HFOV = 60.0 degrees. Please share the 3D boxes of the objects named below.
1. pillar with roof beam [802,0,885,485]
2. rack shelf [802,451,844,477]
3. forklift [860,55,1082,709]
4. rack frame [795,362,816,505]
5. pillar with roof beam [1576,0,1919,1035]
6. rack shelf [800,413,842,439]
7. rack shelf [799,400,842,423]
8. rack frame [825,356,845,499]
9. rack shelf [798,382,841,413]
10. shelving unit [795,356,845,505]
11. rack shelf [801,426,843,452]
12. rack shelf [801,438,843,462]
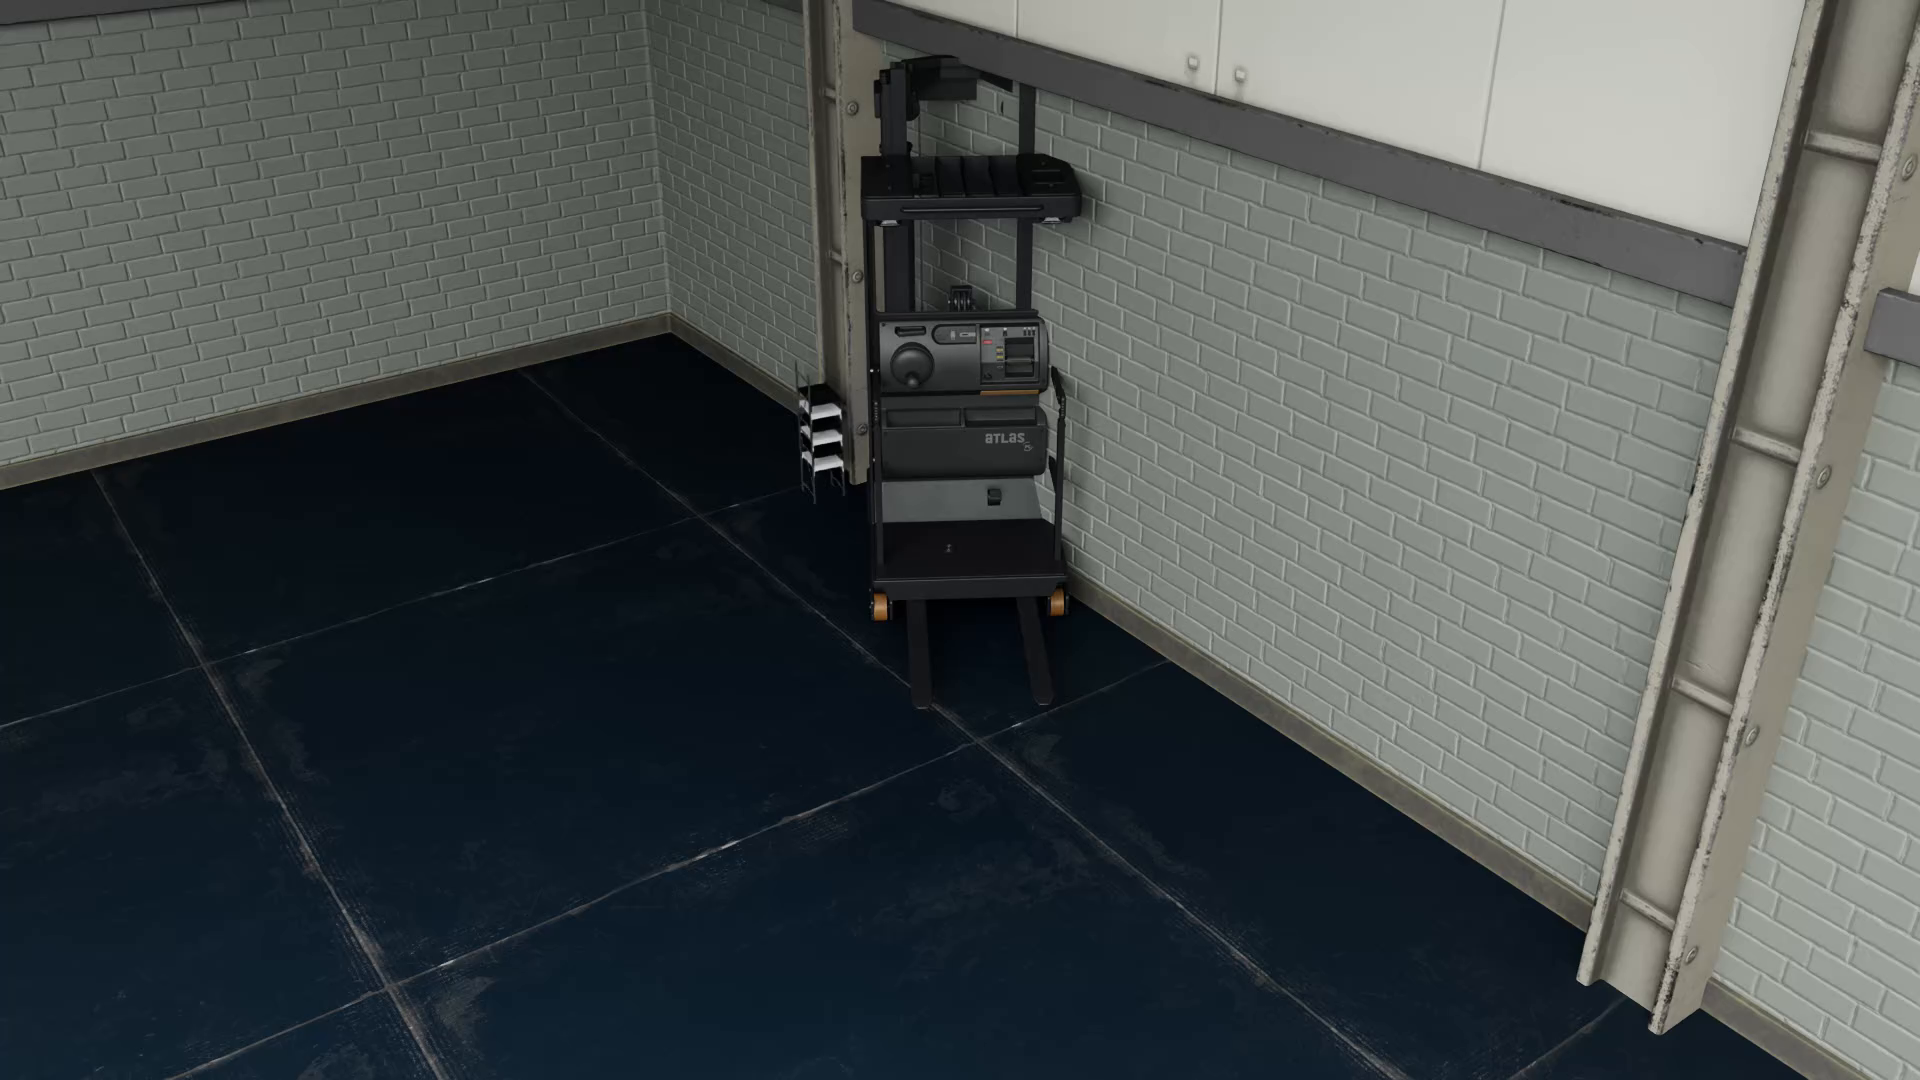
[{"bbox_3d":[-4.195,-3.241,6.789,9.100,9.000,0.400,-19,34,-31],"label":"pillar with roof beam"},{"bbox_3d":[-0.887,-0.505,10.683,0.200,0.077,0.258,-13,31,-22],"label":"rack shelf"},{"bbox_3d":[0.035,-0.988,8.998,1.130,2.935,3.031,-2,29,-3],"label":"forklift"},{"bbox_3d":[-0.980,-0.671,10.543,0.006,0.900,0.240,-13,31,-22],"label":"rack frame"},{"bbox_3d":[-0.714,-0.909,2.494,9.100,9.000,0.400,-19,34,-31],"label":"pillar with roof beam"},{"bbox_3d":[-0.888,-0.742,10.554,0.200,0.077,0.258,-13,31,-22],"label":"rack shelf"},{"bbox_3d":[-0.888,-0.821,10.511,0.200,0.077,0.258,-13,31,-22],"label":"rack shelf"},{"bbox_3d":[-0.795,-0.713,10.619,0.006,0.900,0.240,-13,31,-22],"label":"rack frame"},{"bbox_3d":[-0.888,-0.900,10.468,0.200,0.077,0.258,-13,31,-22],"label":"rack shelf"},{"bbox_3d":[-0.887,-0.692,10.581,0.210,0.900,0.258,-13,31,-22],"label":"shelving unit"},{"bbox_3d":[-0.887,-0.663,10.597,0.200,0.077,0.258,-13,31,-22],"label":"rack shelf"},{"bbox_3d":[-0.887,-0.584,10.640,0.200,0.077,0.258,-13,31,-22],"label":"rack shelf"}]
